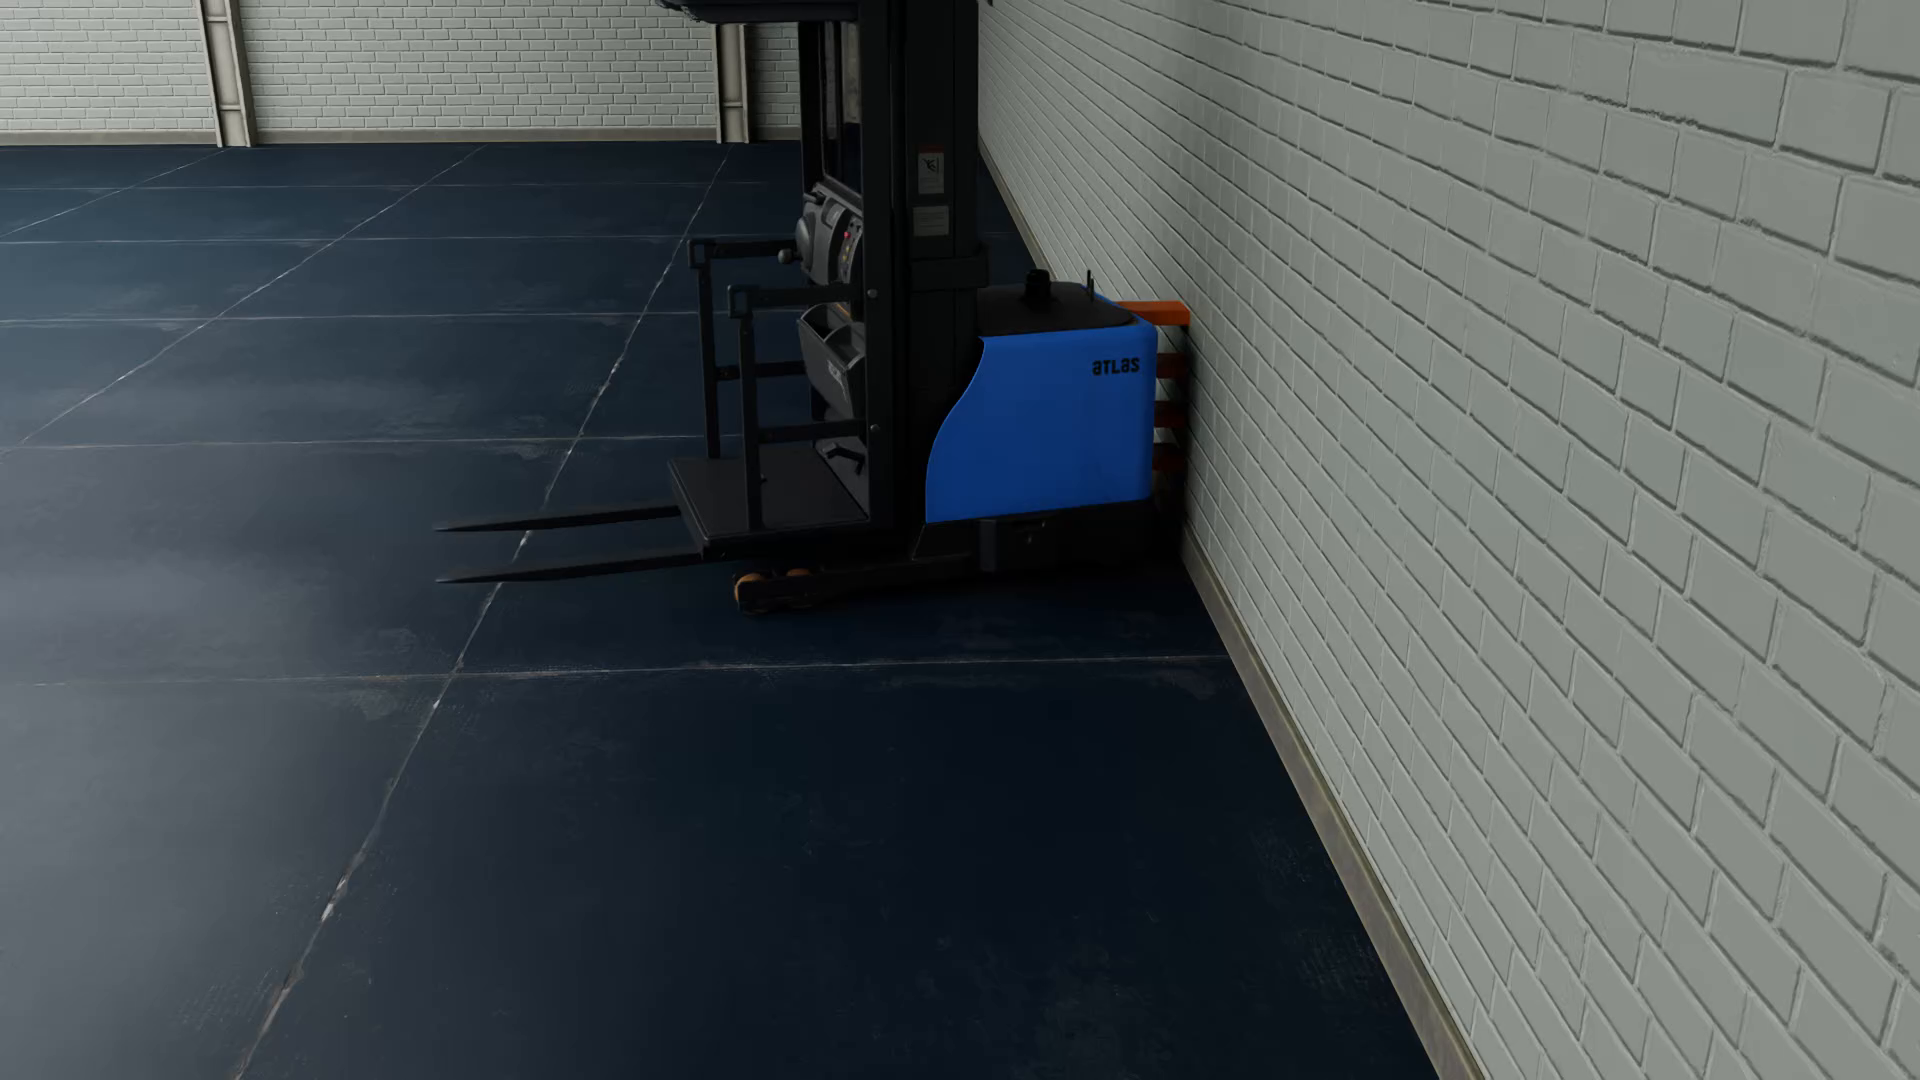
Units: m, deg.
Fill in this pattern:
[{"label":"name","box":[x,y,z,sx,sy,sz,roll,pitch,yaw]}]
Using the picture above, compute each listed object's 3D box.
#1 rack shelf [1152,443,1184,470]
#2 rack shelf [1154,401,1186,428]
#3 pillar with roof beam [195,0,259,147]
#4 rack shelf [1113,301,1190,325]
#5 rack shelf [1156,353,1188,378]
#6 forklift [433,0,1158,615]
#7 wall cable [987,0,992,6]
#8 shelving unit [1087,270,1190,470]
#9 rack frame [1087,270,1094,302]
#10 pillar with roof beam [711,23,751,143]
[{"label":"rack shelf","box":[0.828,-0.350,7.589,0.480,0.148,0.258,0,18,1]},{"label":"rack shelf","box":[0.826,-0.539,7.527,0.480,0.148,0.258,0,18,1]},{"label":"pillar with roof beam","box":[-8.540,-7.486,14.637,0.400,9.000,9.100,-1,21,-3]},{"label":"rack shelf","box":[0.821,-0.976,7.382,0.480,0.148,0.258,0,18,1]},{"label":"rack shelf","box":[0.823,-0.751,7.457,0.480,0.148,0.258,0,18,1]},{"label":"forklift","box":[-0.725,-1.273,6.846,3.031,2.935,1.130,-6,22,-16]},{"label":"wall cable","box":[0.221,-7.276,18.450,0.112,2.526,3.097,-1,21,-3]},{"label":"shelving unit","box":[0.825,-0.603,7.506,0.503,1.200,0.258,0,18,1]},{"label":"rack frame","box":[0.581,-0.601,7.509,0.015,1.200,0.240,0,18,1]},{"label":"pillar with roof beam","box":[-2.550,-7.608,14.957,0.400,9.000,9.100,-1,21,-3]}]
